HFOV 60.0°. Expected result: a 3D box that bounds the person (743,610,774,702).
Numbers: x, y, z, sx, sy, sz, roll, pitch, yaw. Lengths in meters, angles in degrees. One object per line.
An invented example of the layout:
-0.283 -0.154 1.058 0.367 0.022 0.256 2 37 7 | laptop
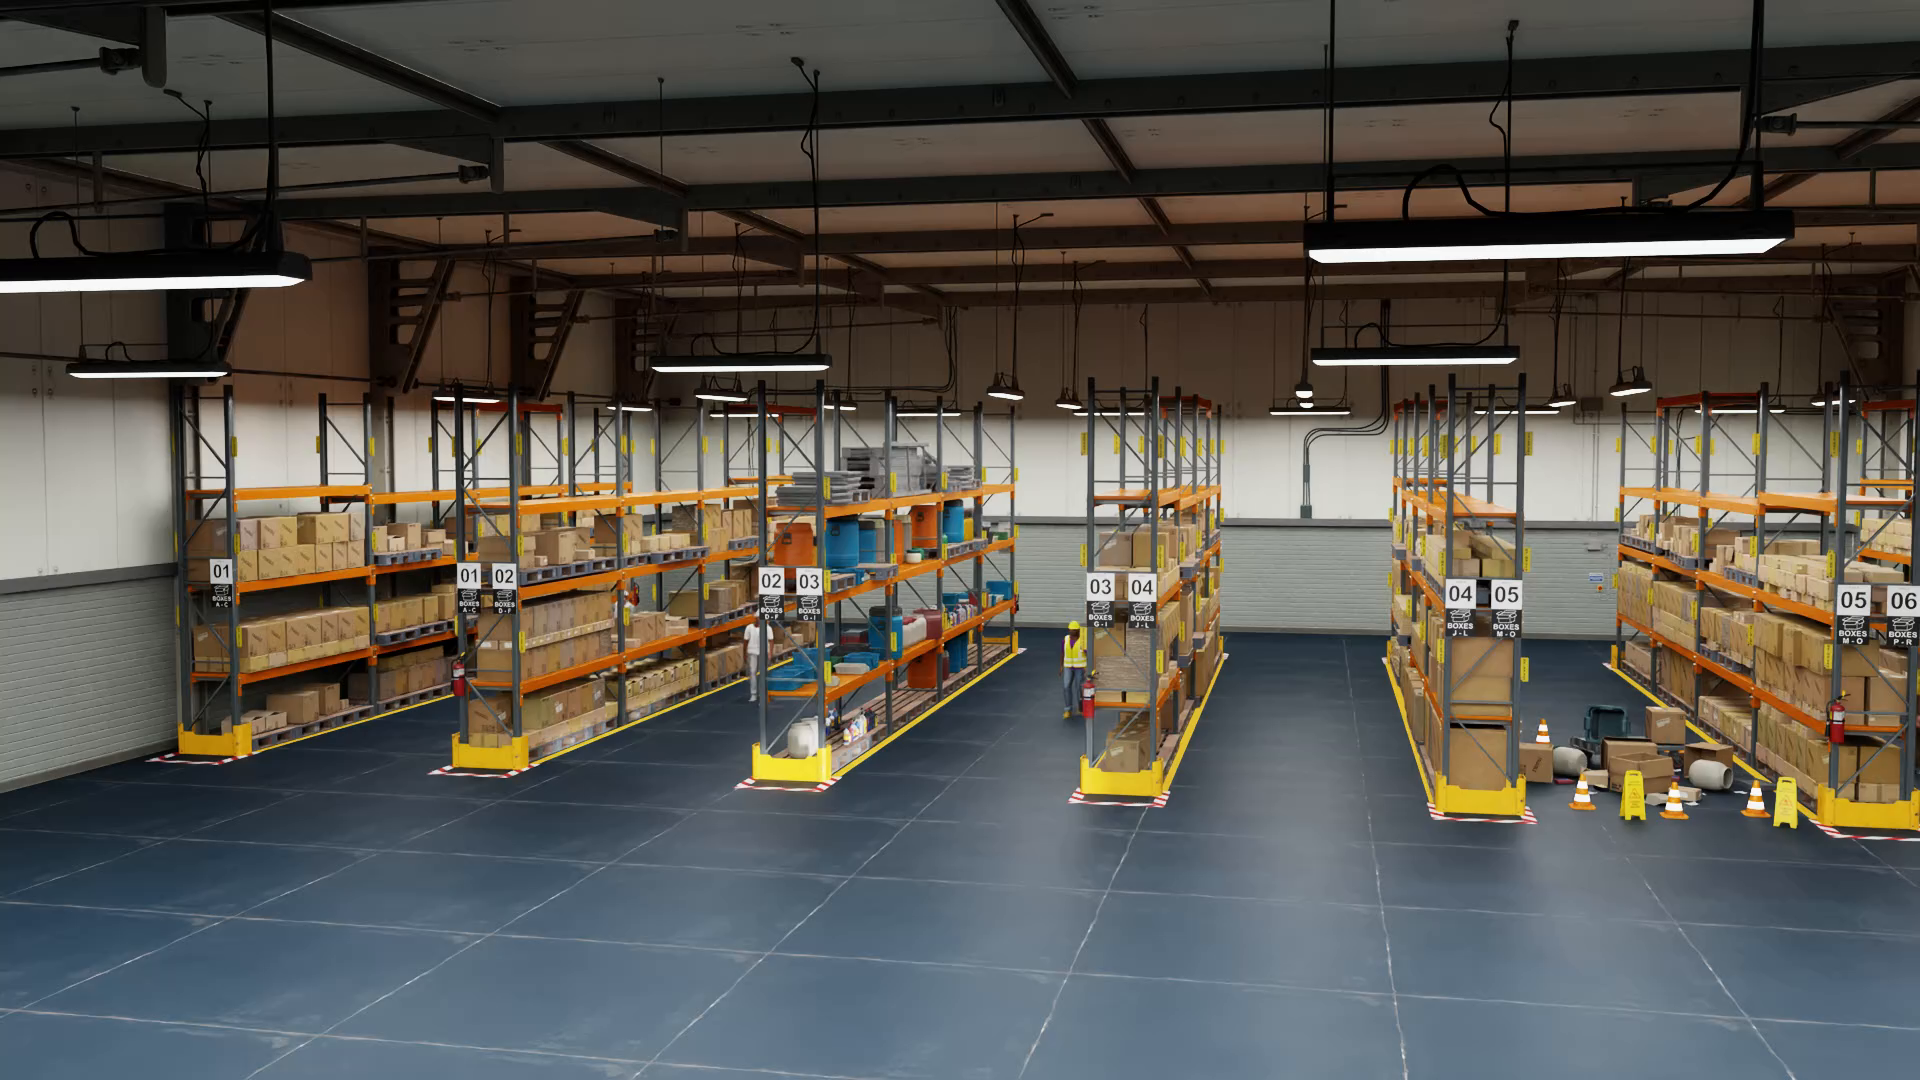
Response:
-3.989 2.293 33.025 0.600 1.765 0.781 -1 3 -11 | person

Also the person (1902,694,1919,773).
14.767 2.724 25.315 0.567 1.834 0.607 0 3 6 | person

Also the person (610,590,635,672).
-7.631 2.028 37.375 0.575 1.791 0.726 0 3 3 | person

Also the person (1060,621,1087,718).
2.131 2.351 30.941 0.642 1.701 0.612 1 3 24 | person
